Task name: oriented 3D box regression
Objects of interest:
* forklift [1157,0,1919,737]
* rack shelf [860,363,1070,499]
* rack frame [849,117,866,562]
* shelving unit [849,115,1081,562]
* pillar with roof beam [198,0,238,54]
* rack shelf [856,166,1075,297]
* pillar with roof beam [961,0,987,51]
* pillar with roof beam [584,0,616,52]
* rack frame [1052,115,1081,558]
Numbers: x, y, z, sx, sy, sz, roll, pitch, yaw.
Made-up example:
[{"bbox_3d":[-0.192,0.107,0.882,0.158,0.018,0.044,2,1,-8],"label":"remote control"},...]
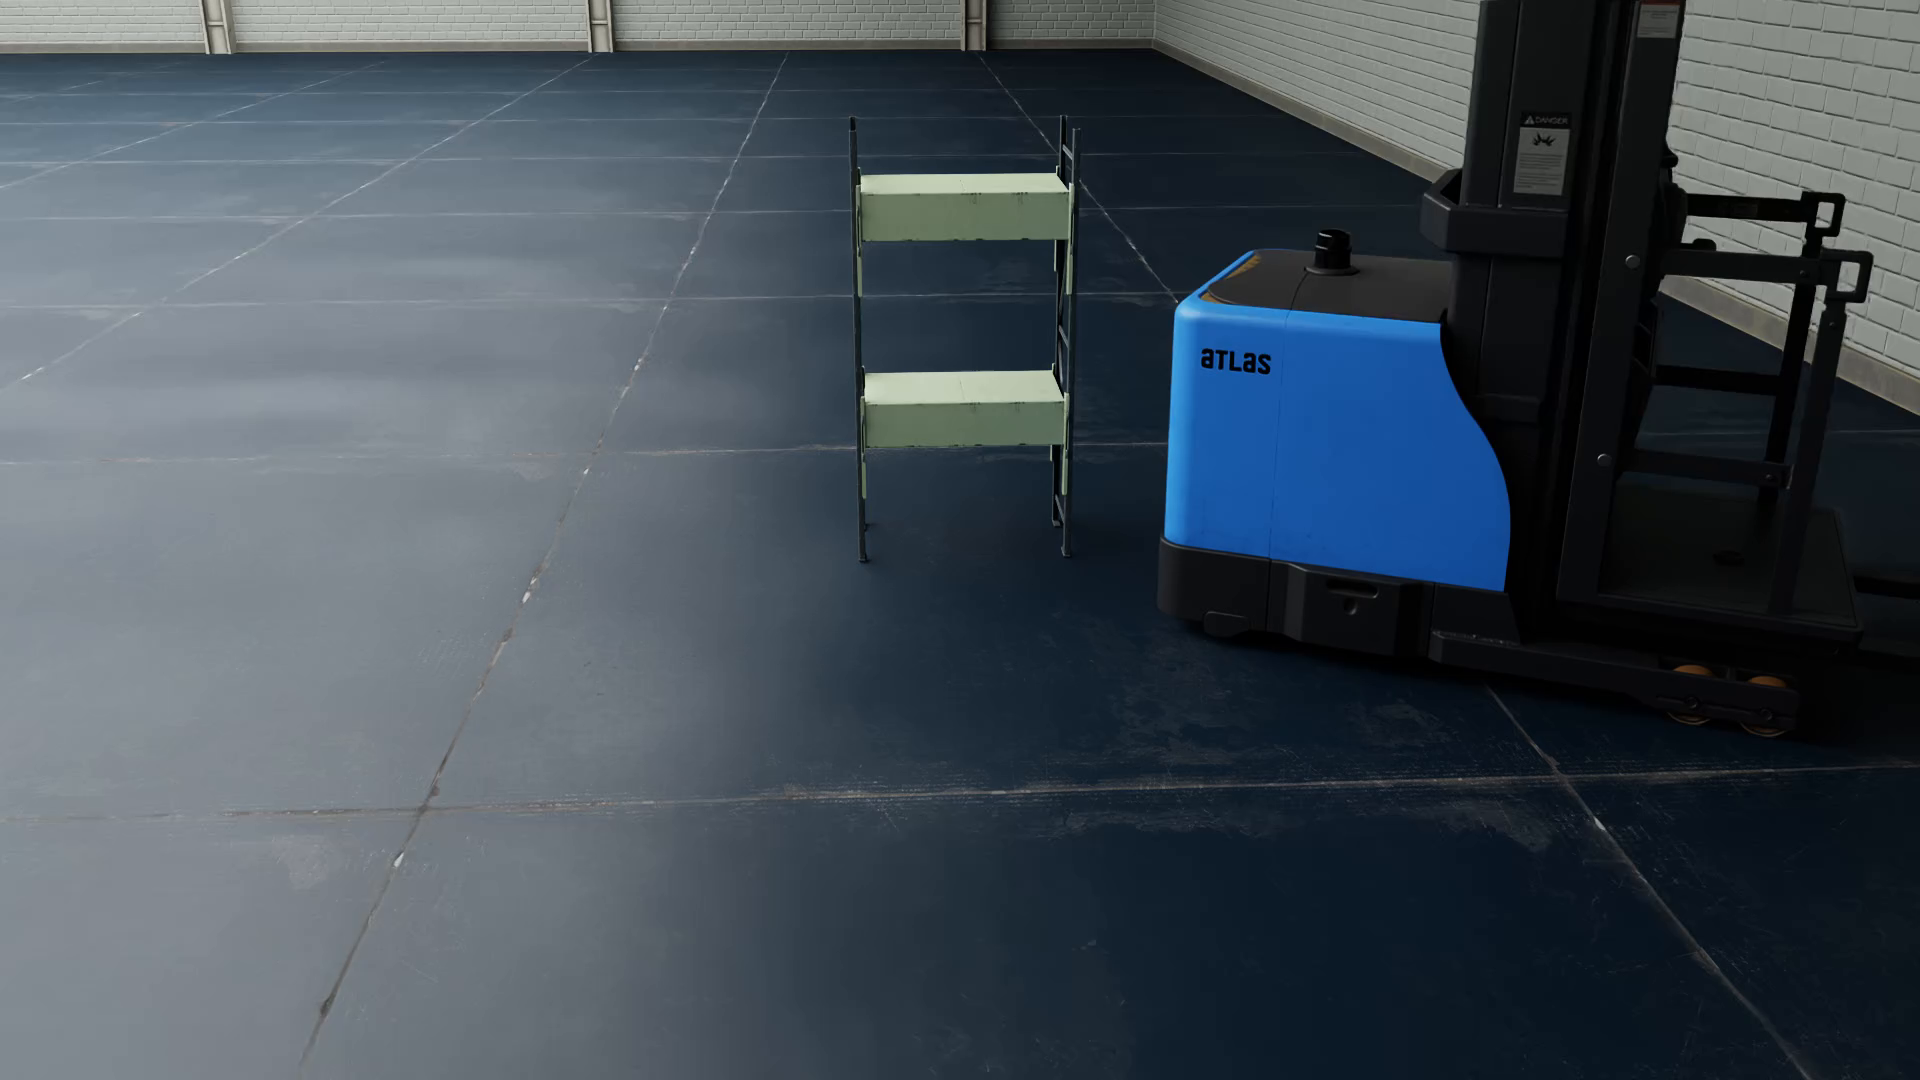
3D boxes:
[{"bbox_3d":[2.201,-1.031,4.711,3.031,2.935,1.130,9,22,21],"label":"forklift"},{"bbox_3d":[0.007,-0.396,5.970,0.720,0.370,0.431,-1,21,-3],"label":"rack shelf"},{"bbox_3d":[-0.359,-0.694,5.835,0.023,1.500,0.400,-1,21,-3],"label":"rack frame"},{"bbox_3d":[0.007,-0.701,5.854,0.755,1.500,0.431,-1,21,-3],"label":"shelving unit"},{"bbox_3d":[-11.515,-10.437,20.887,0.400,9.000,9.100,-1,21,-3],"label":"pillar with roof beam"},{"bbox_3d":[0.007,-1.066,5.716,0.720,0.370,0.431,-1,21,-3],"label":"rack shelf"},{"bbox_3d":[0.466,-10.680,21.527,0.400,9.000,9.100,-1,21,-3],"label":"pillar with roof beam"},{"bbox_3d":[-5.524,-10.559,21.207,0.400,9.000,9.100,-1,21,-3],"label":"pillar with roof beam"},{"bbox_3d":[0.372,-0.708,5.874,0.023,1.500,0.400,-1,21,-3],"label":"rack frame"}]
